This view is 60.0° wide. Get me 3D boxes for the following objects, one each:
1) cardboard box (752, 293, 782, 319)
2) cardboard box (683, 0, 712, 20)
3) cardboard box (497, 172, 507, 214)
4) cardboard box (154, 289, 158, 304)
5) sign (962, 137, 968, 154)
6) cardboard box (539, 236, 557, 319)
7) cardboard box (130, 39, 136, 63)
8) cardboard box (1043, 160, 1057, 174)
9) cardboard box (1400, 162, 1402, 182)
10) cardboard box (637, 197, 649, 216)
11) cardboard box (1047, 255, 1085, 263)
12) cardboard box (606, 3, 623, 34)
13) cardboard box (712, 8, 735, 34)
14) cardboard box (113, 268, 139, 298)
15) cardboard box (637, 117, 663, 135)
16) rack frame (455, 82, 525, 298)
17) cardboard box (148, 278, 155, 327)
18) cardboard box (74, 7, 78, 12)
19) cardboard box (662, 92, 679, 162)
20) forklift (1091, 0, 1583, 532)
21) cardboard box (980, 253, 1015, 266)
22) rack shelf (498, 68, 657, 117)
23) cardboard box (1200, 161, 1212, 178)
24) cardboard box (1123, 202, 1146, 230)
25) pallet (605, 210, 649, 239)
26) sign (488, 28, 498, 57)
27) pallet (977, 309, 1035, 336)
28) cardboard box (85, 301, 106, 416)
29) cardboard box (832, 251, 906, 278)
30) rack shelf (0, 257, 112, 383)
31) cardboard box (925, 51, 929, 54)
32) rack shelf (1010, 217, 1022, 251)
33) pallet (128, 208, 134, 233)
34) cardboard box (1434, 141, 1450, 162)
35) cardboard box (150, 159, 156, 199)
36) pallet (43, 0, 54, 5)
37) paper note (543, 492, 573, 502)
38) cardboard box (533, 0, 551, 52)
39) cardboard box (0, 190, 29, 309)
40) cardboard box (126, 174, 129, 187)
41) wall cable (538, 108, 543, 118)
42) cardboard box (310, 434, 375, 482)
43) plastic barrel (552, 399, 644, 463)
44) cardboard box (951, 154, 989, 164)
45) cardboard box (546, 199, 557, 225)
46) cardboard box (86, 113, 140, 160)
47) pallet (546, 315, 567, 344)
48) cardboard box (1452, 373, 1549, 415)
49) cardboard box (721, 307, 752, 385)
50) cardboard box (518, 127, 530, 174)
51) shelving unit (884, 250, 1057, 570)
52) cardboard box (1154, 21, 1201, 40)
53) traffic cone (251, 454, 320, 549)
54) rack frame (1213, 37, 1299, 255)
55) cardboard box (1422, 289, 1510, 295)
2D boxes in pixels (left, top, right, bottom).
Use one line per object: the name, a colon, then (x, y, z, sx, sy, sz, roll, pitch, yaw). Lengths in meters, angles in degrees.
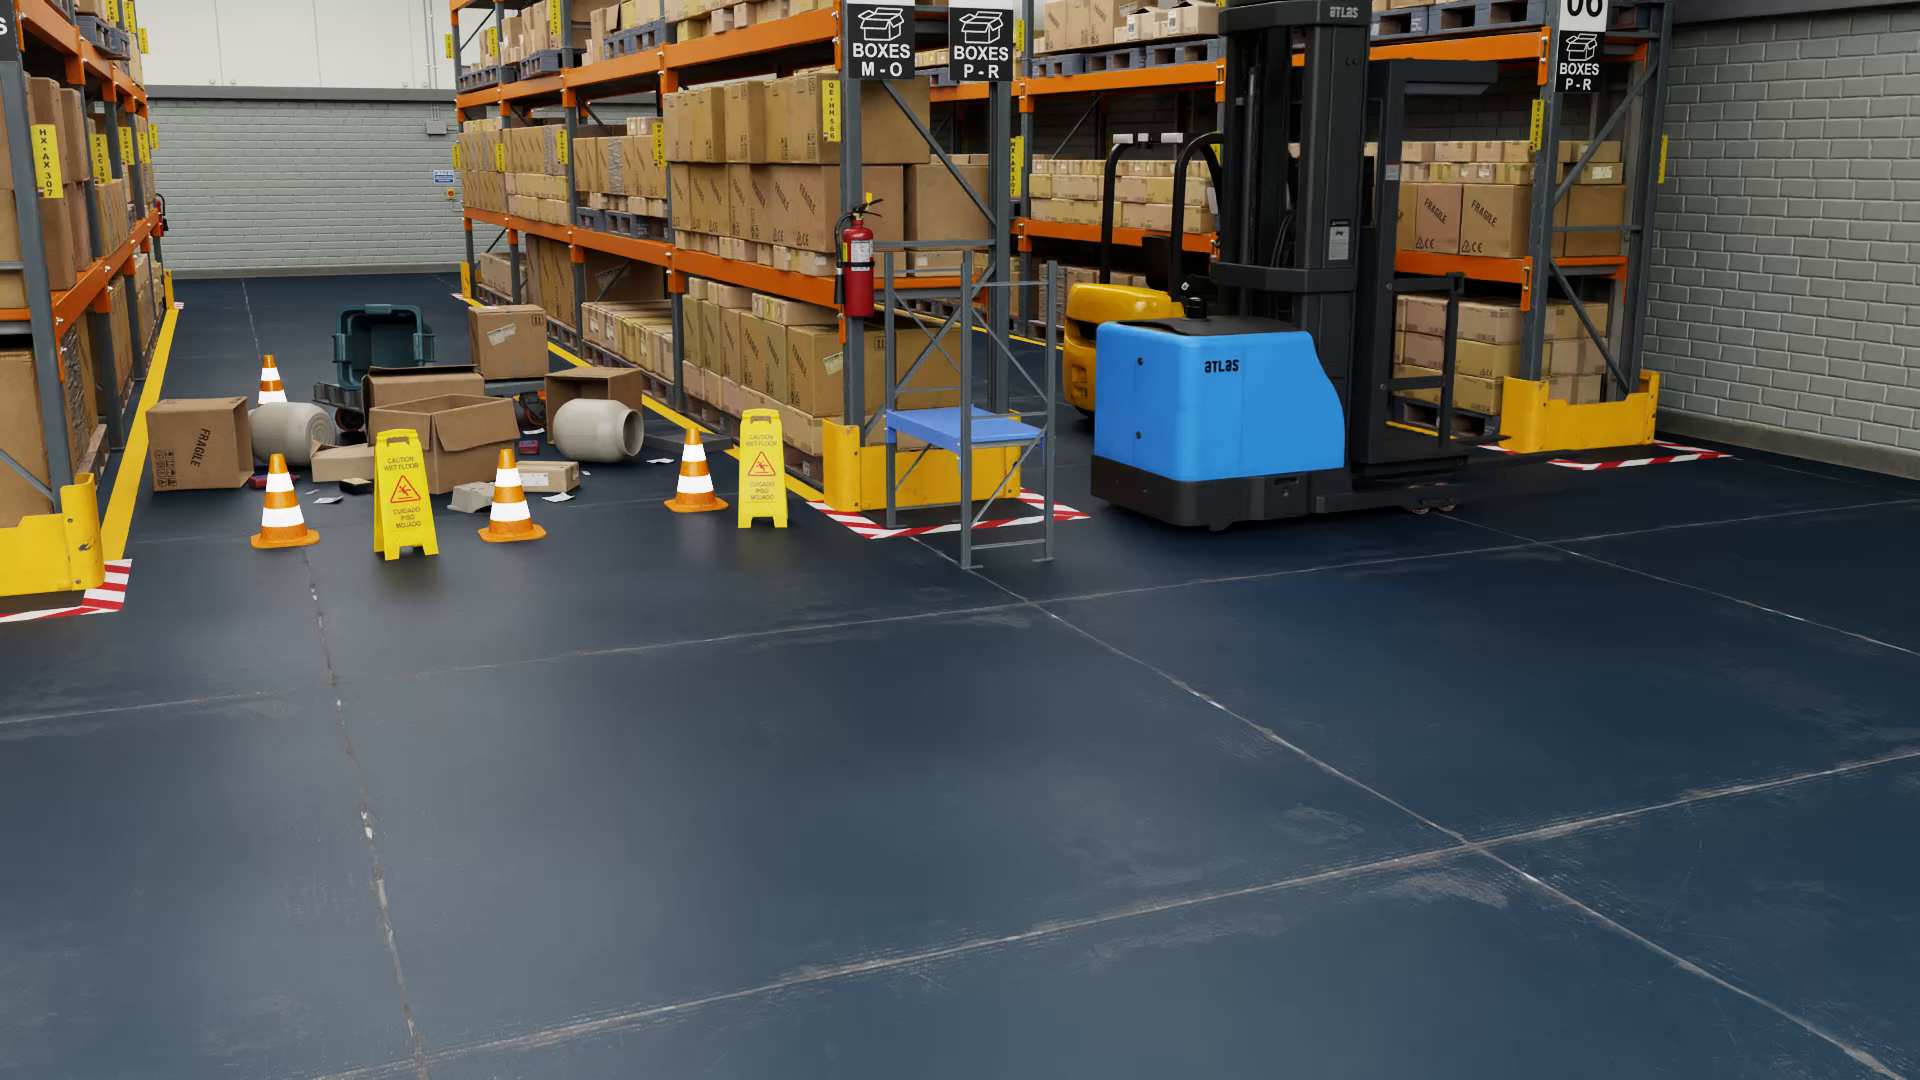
cardboard box: (-1.160, -1.555, 10.999, 0.380, 0.149, 0.250, -5, 14, -21)
cardboard box: (-1.651, -3.828, 11.777, 0.500, 0.250, 0.500, -6, 14, -23)
cardboard box: (-5.416, -4.290, 20.533, 0.500, 0.500, 0.500, -5, 14, -22)
cardboard box: (-9.344, -2.765, 18.897, 0.380, 0.149, 0.250, -5, 14, -20)
sign: (0.057, -5.233, 22.259, 0.100, 0.325, 0.005, -6, 14, -23)
cardboard box: (-4.306, -3.031, 19.096, 0.875, 0.875, 0.875, -5, 14, -21)
cardboard box: (-9.849, -5.662, 19.254, 0.500, 0.250, 0.500, -5, 14, -22)
cardboard box: (1.118, -4.009, 17.878, 0.380, 0.149, 0.250, -5, 14, -22)
cardboard box: (3.425, -2.813, 12.709, 0.380, 0.149, 0.250, -6, 14, -23)
cardboard box: (-2.477, -2.786, 13.879, 0.380, 0.149, 0.250, -6, 14, -24)
cardboard box: (1.229, -3.230, 19.348, 0.380, 0.149, 0.250, -5, 14, -20)
cardboard box: (-2.757, -4.542, 14.959, 0.797, 0.503, 0.637, -6, 14, -23)
cardboard box: (-1.456, -3.494, 11.219, 0.380, 0.149, 0.250, -6, 14, -24)
cardboard box: (-7.944, -2.391, 15.497, 0.500, 0.250, 0.500, -6, 14, -26)
cardboard box: (-2.472, -3.446, 13.857, 0.380, 0.149, 0.250, -6, 14, -25)
rack frame: (-6.599, -4.995, 23.800, 1.000, 3.000, 0.127, -6, 14, -23)
cardboard box: (-8.964, -2.557, 17.880, 0.500, 0.500, 0.500, -6, 14, -24)
cardboard box: (-6.842, -4.103, 12.438, 0.396, 0.266, 0.258, -6, 14, -23)
cardboard box: (-1.814, -3.086, 12.453, 0.700, 0.500, 0.500, -6, 14, -24)
forklift: (2.321, -1.675, 9.605, 3.031, 2.935, 1.130, -6, 14, -25)
cardboard box: (0.456, -3.344, 19.840, 0.380, 0.149, 0.250, -5, 14, -21)
rack shelf: (-4.195, -4.867, 18.187, 1.077, 0.370, 4.000, -6, 14, -23)
cardboard box: (2.414, -3.380, 15.163, 0.380, 0.149, 0.250, -5, 14, -21)
cardboard box: (1.936, -3.181, 16.295, 0.500, 0.250, 0.500, -6, 14, -23)
pallet: (-2.564, -2.844, 14.930, 1.003, 0.211, 1.213, -6, 14, -23)
sign: (-5.504, -5.870, 19.606, 0.100, 0.325, 0.005, -6, 14, -23)
pallet: (0.888, -2.591, 19.595, 1.003, 0.211, 1.213, -6, 14, -23)
cardboard box: (-6.618, -1.277, 11.792, 1.050, 0.750, 0.750, -6, 14, -23)
cardboard box: (-0.535, -1.625, 9.796, 0.380, 0.149, 0.250, -5, 14, -21)
rack shelf: (-5.486, -1.284, 9.362, 1.077, 0.370, 4.000, -6, 14, -23)
cardboard box: (-0.214, -6.051, 20.452, 0.380, 0.149, 0.250, -5, 14, -22)
rack shelf: (0.351, -3.854, 20.466, 1.077, 0.370, 4.000, -6, 14, -23)
pallet: (-8.272, -2.919, 15.253, 1.213, 0.211, 1.003, -6, 14, -23)
cardboard box: (3.732, -2.861, 12.260, 0.380, 0.149, 0.250, -6, 14, -23)
cardboard box: (-10.678, -4.651, 21.433, 0.500, 0.500, 0.500, -5, 14, -22)
pallet: (-5.484, -3.045, 8.916, 1.003, 0.211, 1.213, -6, 14, -23)
paper note: (-2.392, -0.259, 9.919, 0.148, 0.019, 0.142, -12, 18, -42)
cardboard box: (-3.965, -5.244, 17.072, 0.700, 0.500, 0.500, -6, 15, -26)
cardboard box: (-4.875, -1.367, 7.792, 0.875, 0.550, 0.550, -6, 14, -23)
cardboard box: (-9.045, -3.809, 17.642, 0.380, 0.149, 0.250, -6, 14, -23)
wall cable: (-7.584, -6.784, 29.274, 0.588, 1.984, 0.122, -6, 14, -23)
cardboard box: (-3.911, -0.527, 10.559, 0.396, 0.266, 0.258, -3, 13, -13)
plastic barrel: (-2.404, -0.724, 11.061, 0.512, 0.421, 0.421, 4, 14, 16)
cardboard box: (0.329, -4.367, 19.925, 0.797, 0.503, 0.637, -6, 14, -24)
cardboard box: (-4.054, -3.455, 17.476, 0.500, 0.250, 0.500, -5, 14, -22)
cardboard box: (-9.449, -4.497, 18.548, 0.500, 0.500, 0.500, -5, 14, -22)
pallet: (-4.126, -2.405, 18.794, 1.003, 0.211, 1.213, -6, 14, -23)
cardboard box: (3.879, -1.072, 12.017, 0.500, 0.250, 0.500, -6, 14, -23)
cardboard box: (-1.372, -1.383, 11.698, 0.500, 0.500, 0.500, -5, 14, -20)
cardboard box: (-4.656, -4.381, 18.709, 0.500, 0.500, 0.500, -6, 14, -24)
shelving unit: (0.034, -0.713, 8.625, 0.538, 1.500, 1.048, -6, 14, -23)
cardboard box: (2.036, -4.757, 15.523, 0.380, 0.149, 0.250, -6, 14, -23)
traffic cone: (-3.596, -0.224, 8.810, 0.336, 0.463, 0.334, -6, 14, -23)
rack frame: (2.755, -2.965, 15.029, 1.000, 3.000, 0.127, -6, 14, -23)
cardboard box: (3.944, -1.814, 13.006, 0.500, 0.250, 0.500, -6, 14, -23)
